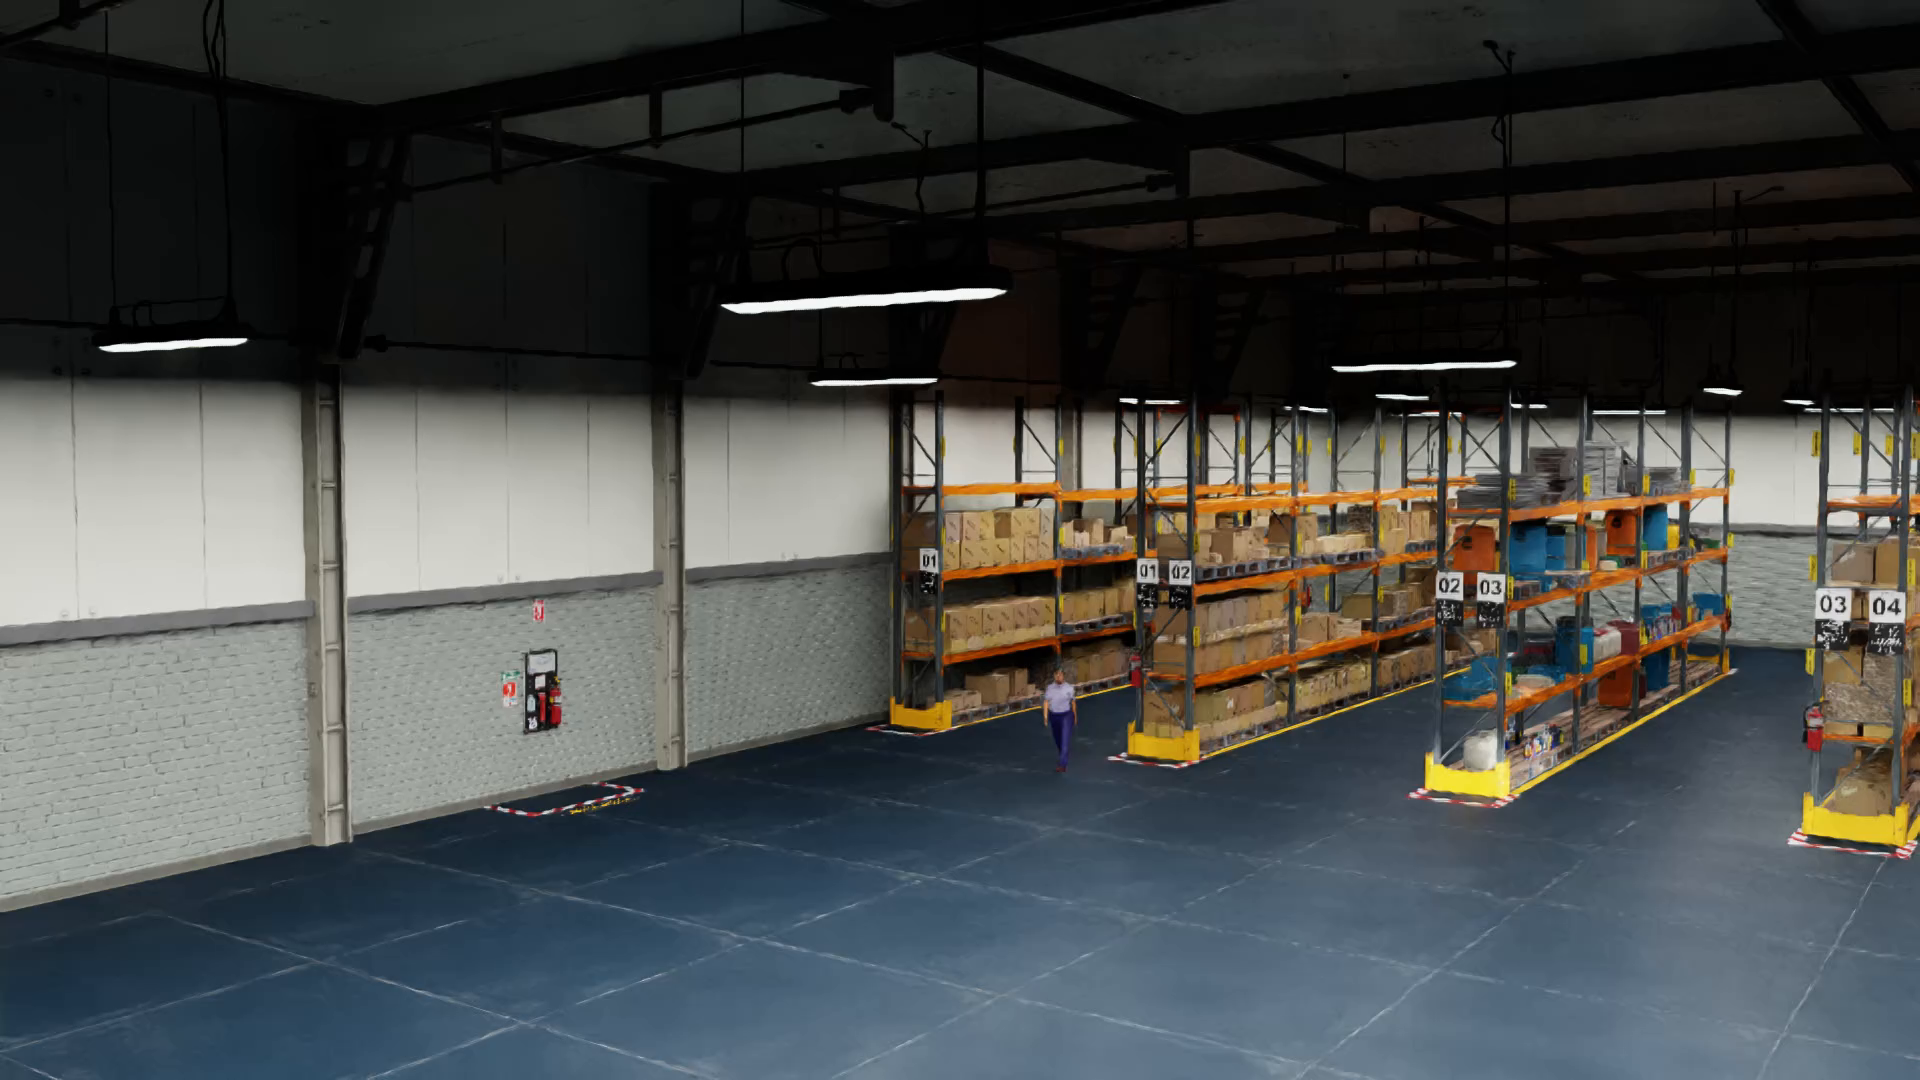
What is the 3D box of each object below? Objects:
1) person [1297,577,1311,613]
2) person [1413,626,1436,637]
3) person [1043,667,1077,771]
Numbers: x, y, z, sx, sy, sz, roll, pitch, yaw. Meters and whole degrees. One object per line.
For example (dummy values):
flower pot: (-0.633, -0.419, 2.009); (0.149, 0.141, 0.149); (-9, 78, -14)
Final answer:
person: (8.986, 1.735, 44.063); (0.599, 1.590, 0.458); (-1, 3, -14)
person: (12.138, 1.742, 43.178); (0.650, 1.665, 0.495); (0, 3, -6)
person: (1.543, 2.749, 25.759); (0.477, 1.581, 0.999); (2, 4, 26)
